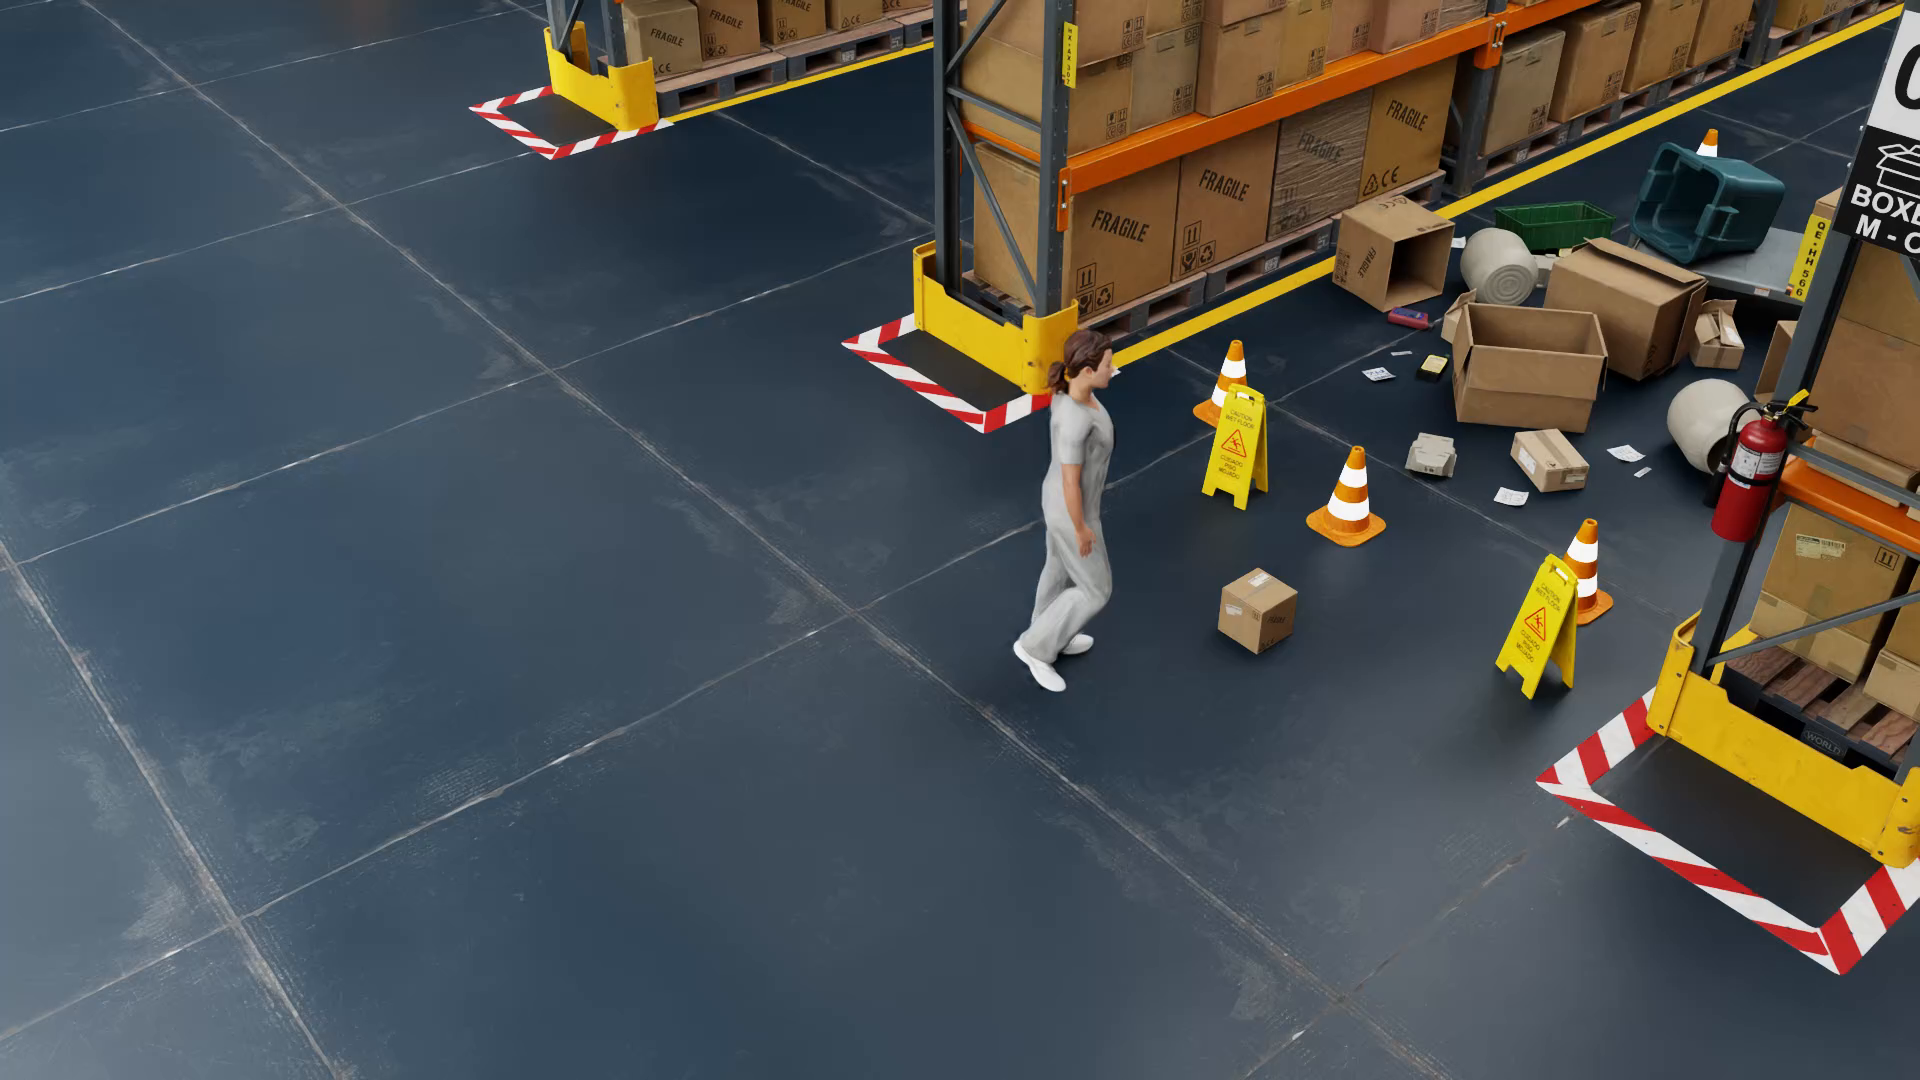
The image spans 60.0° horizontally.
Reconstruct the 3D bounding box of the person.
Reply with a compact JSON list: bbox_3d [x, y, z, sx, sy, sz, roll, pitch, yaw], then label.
[{"bbox_3d":[0.463,-0.120,7.217,0.428,1.667,0.555,2,36,3],"label":"person"}]
